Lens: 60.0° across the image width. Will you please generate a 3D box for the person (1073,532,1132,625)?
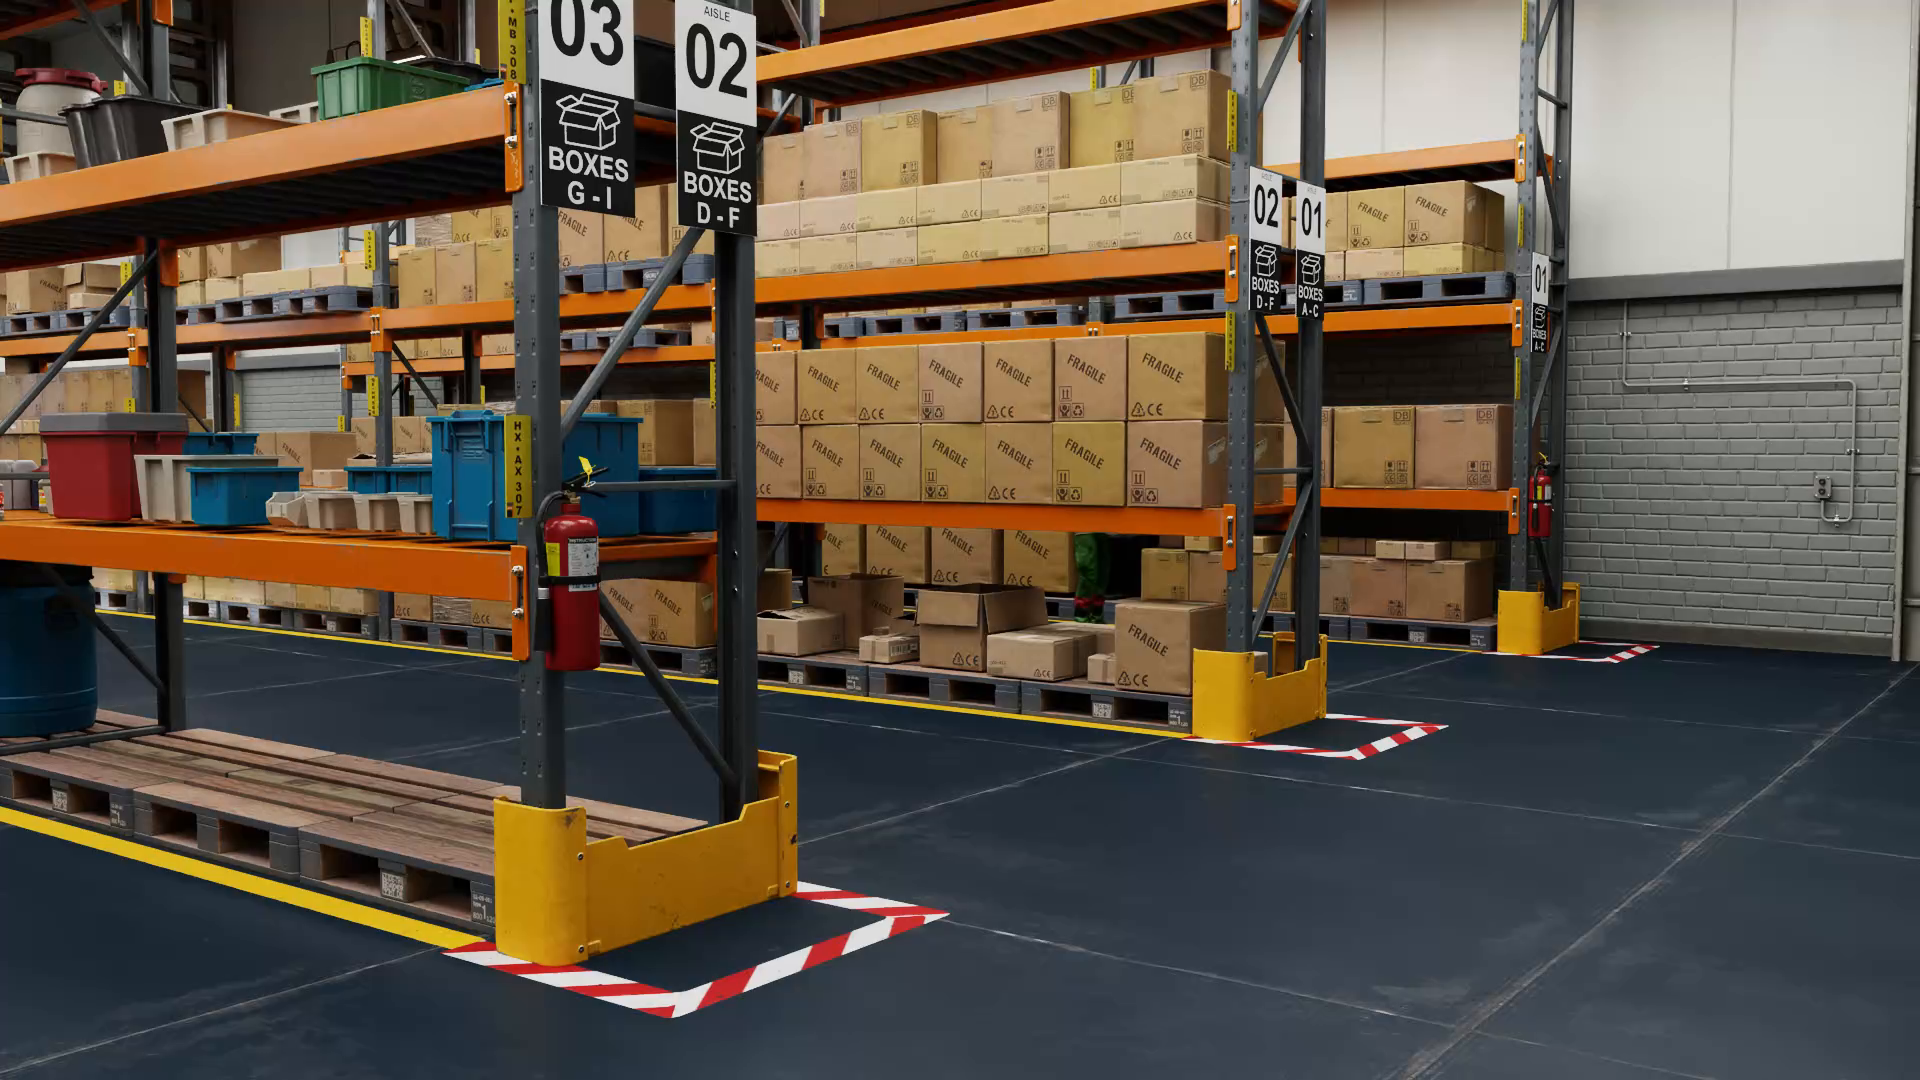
[{"bbox_3d":[1.230,-0.050,14.523,0.556,1.792,0.506,2,4,37],"label":"person"}]
